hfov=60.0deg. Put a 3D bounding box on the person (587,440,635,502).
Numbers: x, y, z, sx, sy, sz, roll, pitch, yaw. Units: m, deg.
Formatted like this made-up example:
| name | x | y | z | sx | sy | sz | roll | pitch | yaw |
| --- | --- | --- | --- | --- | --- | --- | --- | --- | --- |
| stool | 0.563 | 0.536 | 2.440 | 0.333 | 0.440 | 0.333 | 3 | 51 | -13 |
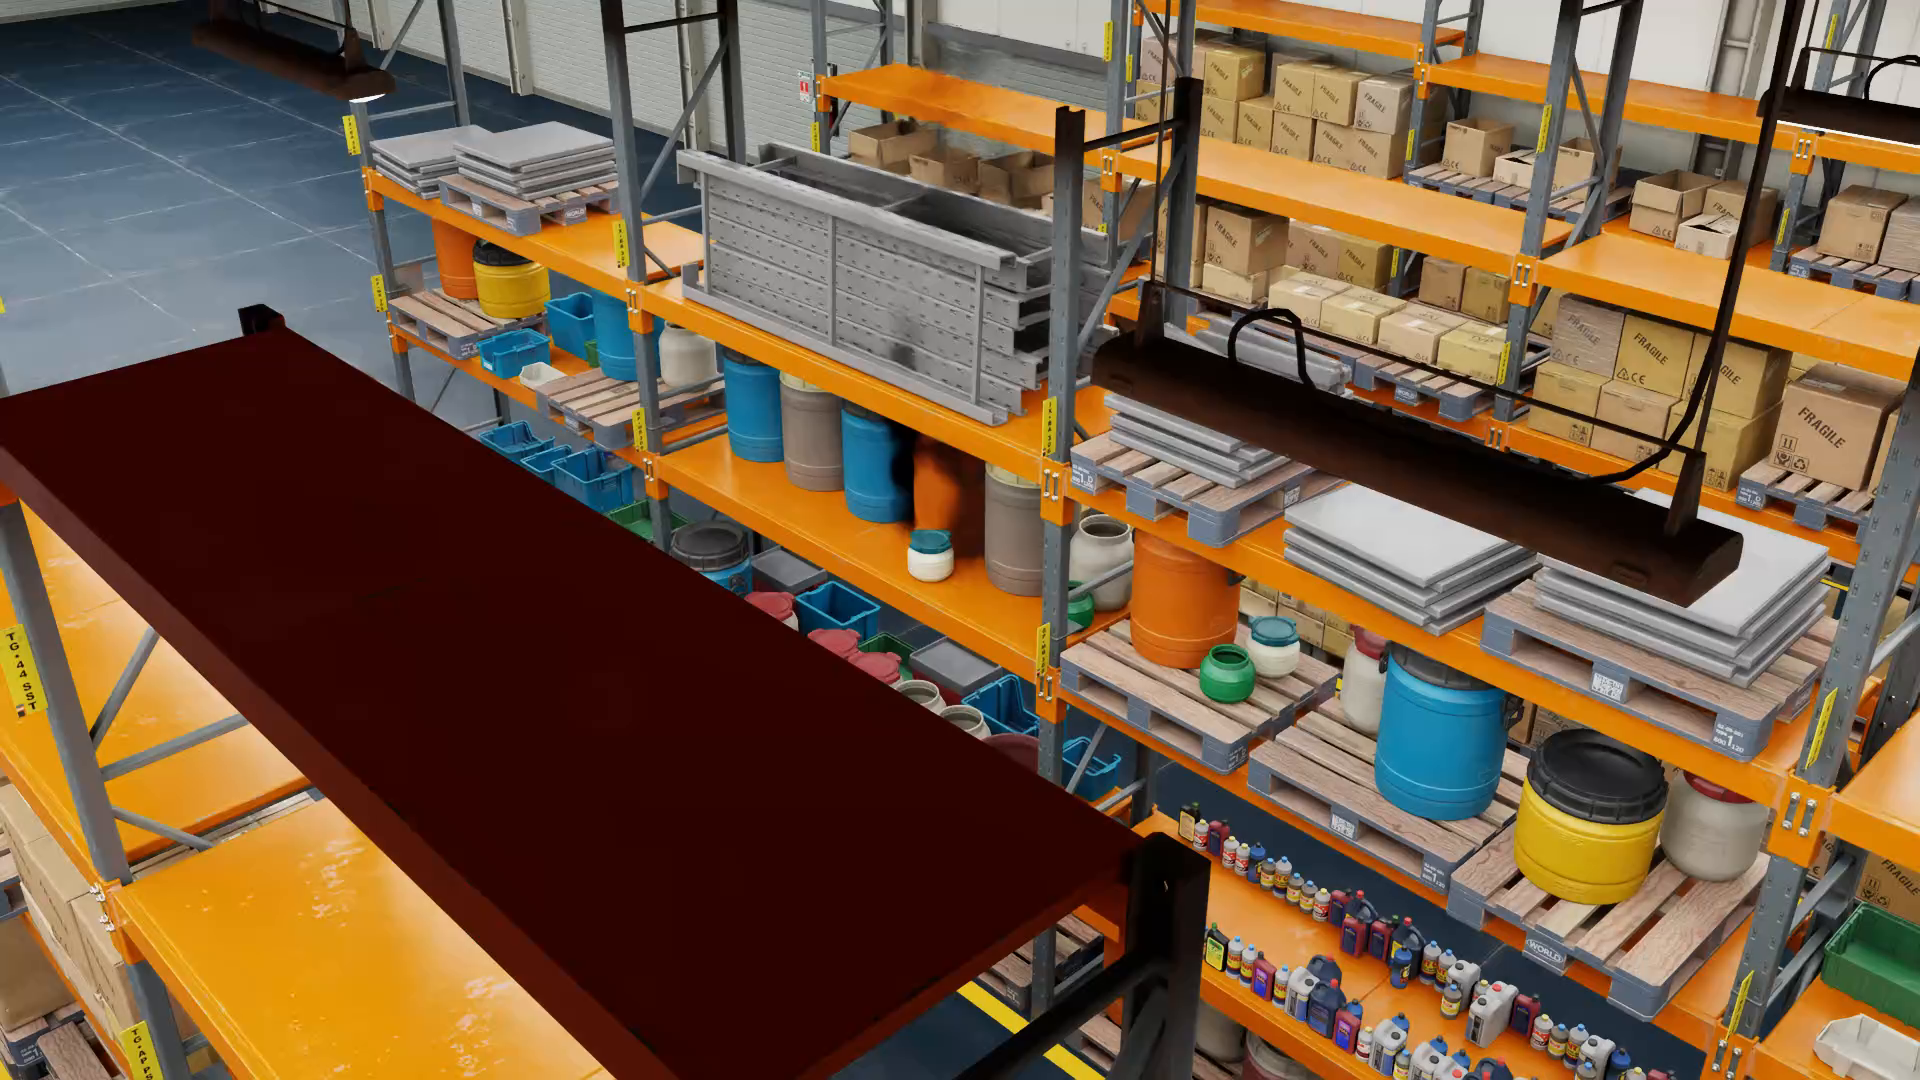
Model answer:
| name | x | y | z | sx | sy | sz | roll | pitch | yaw |
| --- | --- | --- | --- | --- | --- | --- | --- | --- | --- |
| person | -3.420 | -0.729 | 16.527 | 0.642 | 1.653 | 0.587 | 13 | 31 | 22 |
